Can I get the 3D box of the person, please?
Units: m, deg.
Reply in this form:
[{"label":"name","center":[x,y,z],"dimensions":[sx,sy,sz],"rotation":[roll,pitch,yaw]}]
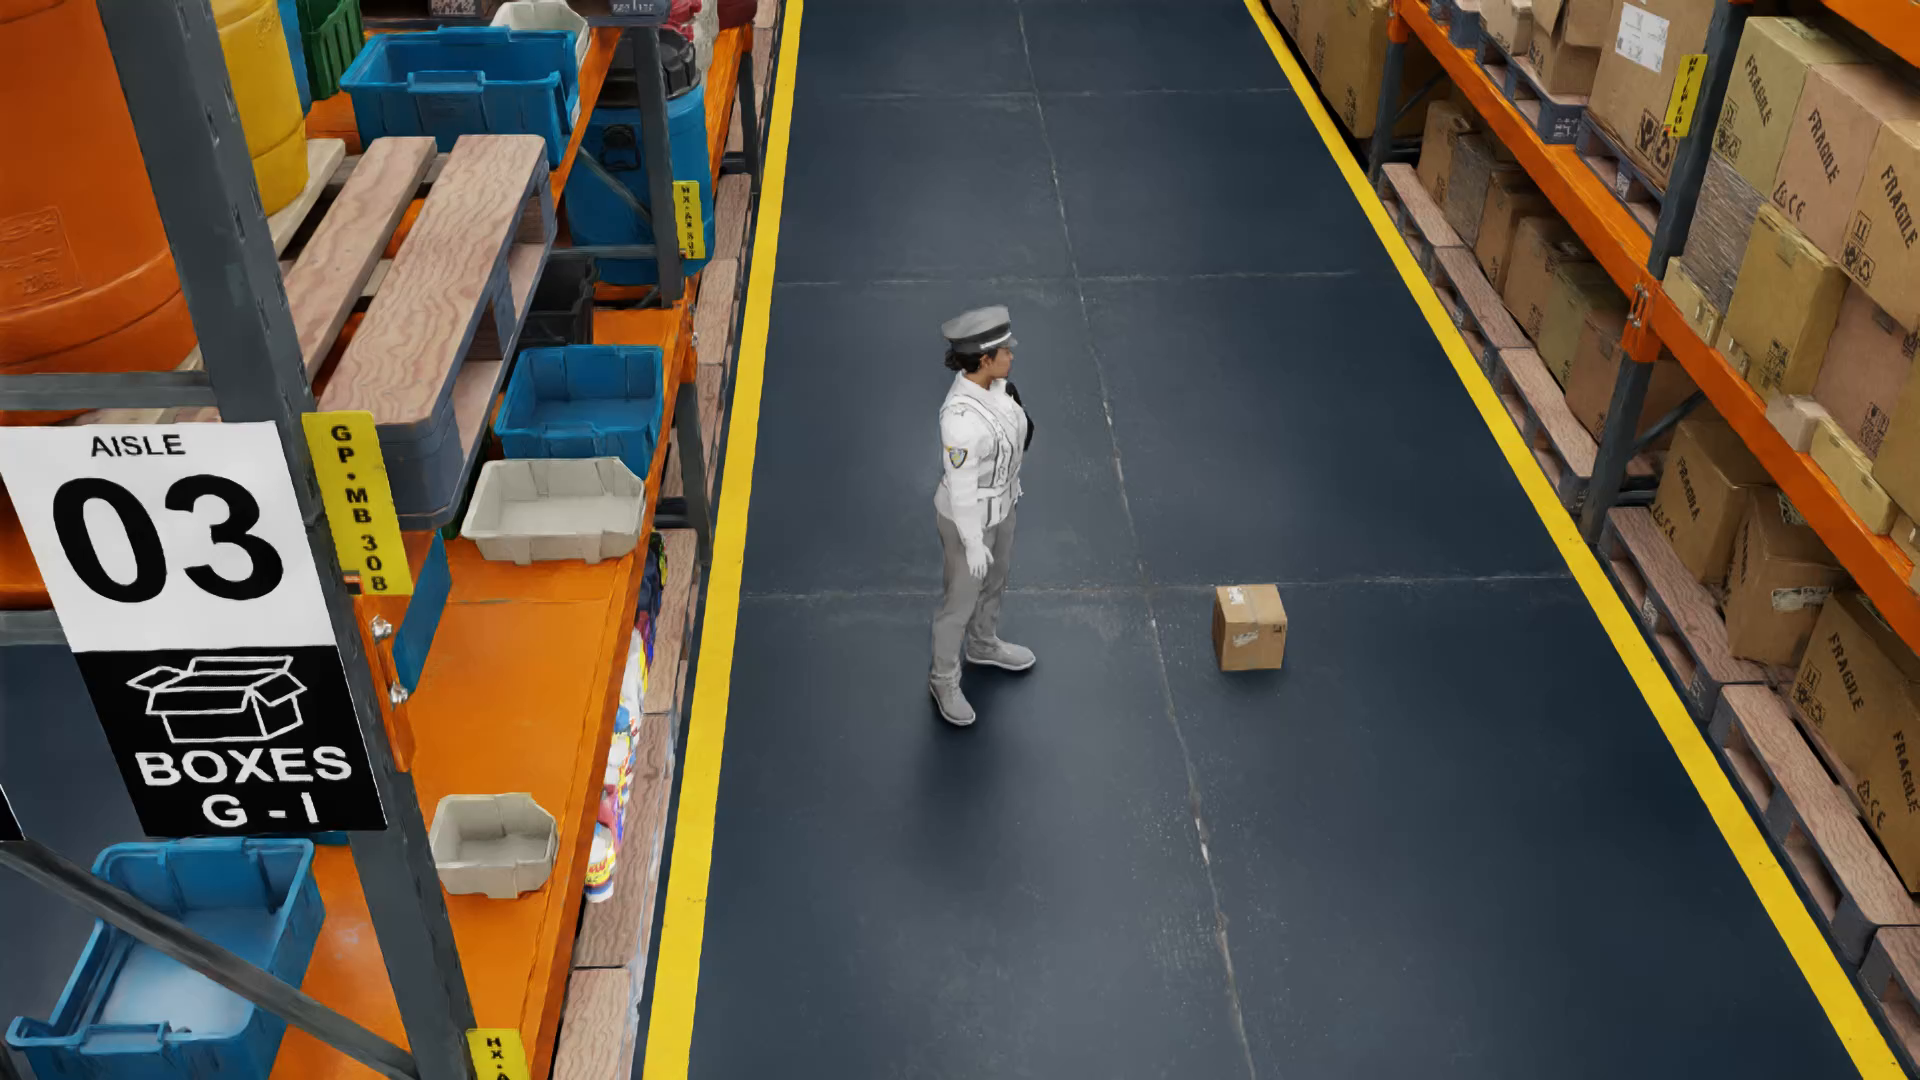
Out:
[{"label":"person","center":[0.081,-0.111,6.246],"dimensions":[0.355,1.683,0.577],"rotation":[11,37,15]}]
